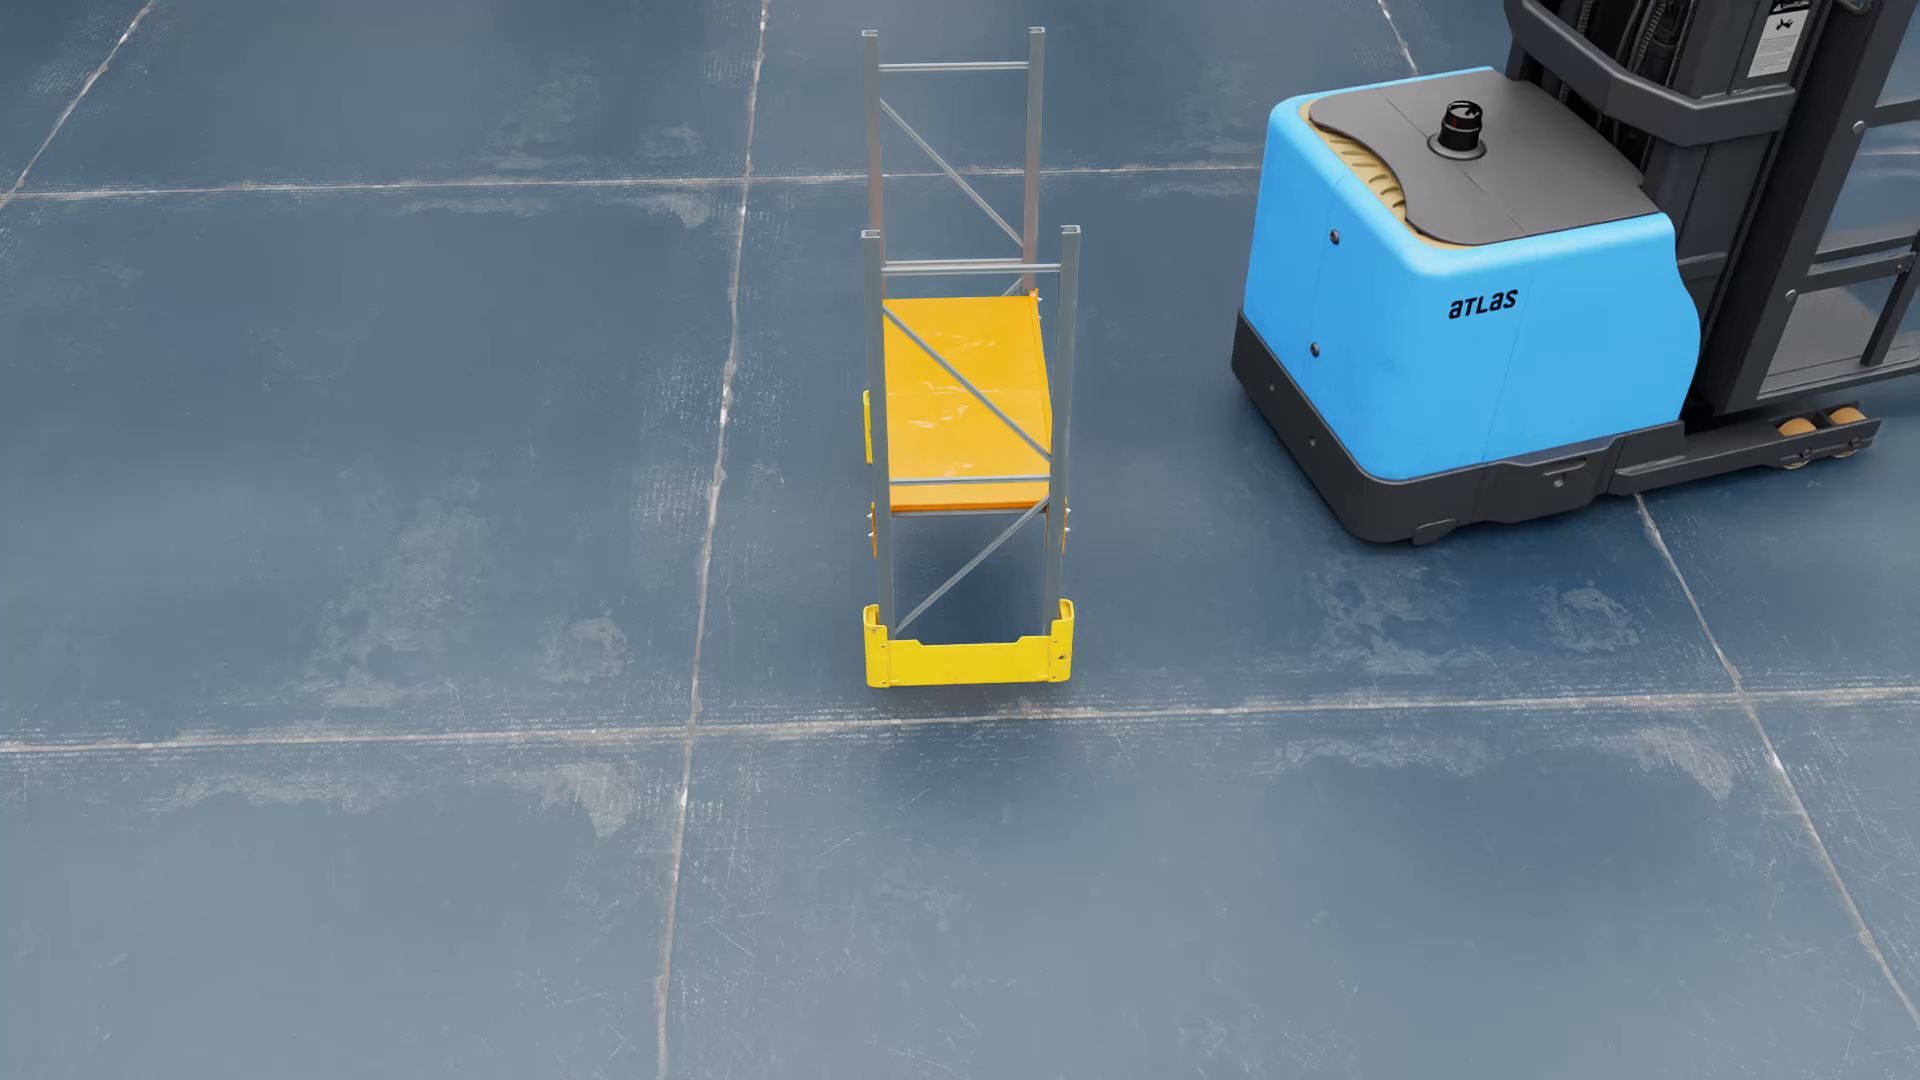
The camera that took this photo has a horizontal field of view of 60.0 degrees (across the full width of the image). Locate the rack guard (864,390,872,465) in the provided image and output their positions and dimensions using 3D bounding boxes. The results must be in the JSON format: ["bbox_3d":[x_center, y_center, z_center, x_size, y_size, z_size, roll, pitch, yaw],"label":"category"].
[{"bbox_3d":[-0.018,-0.377,5.476,0.587,0.250,0.087,-2,43,-2],"label":"rack guard"}]

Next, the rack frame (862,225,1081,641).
[{"bbox_3d":[0.025,-0.152,4.306,0.500,1.500,0.032,-2,43,-2],"label":"rack frame"}]

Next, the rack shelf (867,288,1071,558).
[{"bbox_3d":[0.004,-0.363,4.802,0.538,0.185,1.000,-2,43,-2],"label":"rack shelf"}]

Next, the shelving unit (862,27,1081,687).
[{"bbox_3d":[0.003,-0.501,4.687,0.587,1.500,1.083,-2,43,-2],"label":"shelving unit"}]

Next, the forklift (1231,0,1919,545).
[{"bbox_3d":[2.520,-1.646,4.877,3.031,2.935,1.130,-12,44,-13],"label":"forklift"}]

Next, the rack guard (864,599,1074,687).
[{"bbox_3d":[0.024,0.296,4.743,0.587,0.250,0.087,-2,43,-2],"label":"rack guard"}]

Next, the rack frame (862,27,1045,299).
[{"bbox_3d":[-0.018,-0.838,5.055,0.500,1.500,0.032,-2,43,-2],"label":"rack frame"}]
